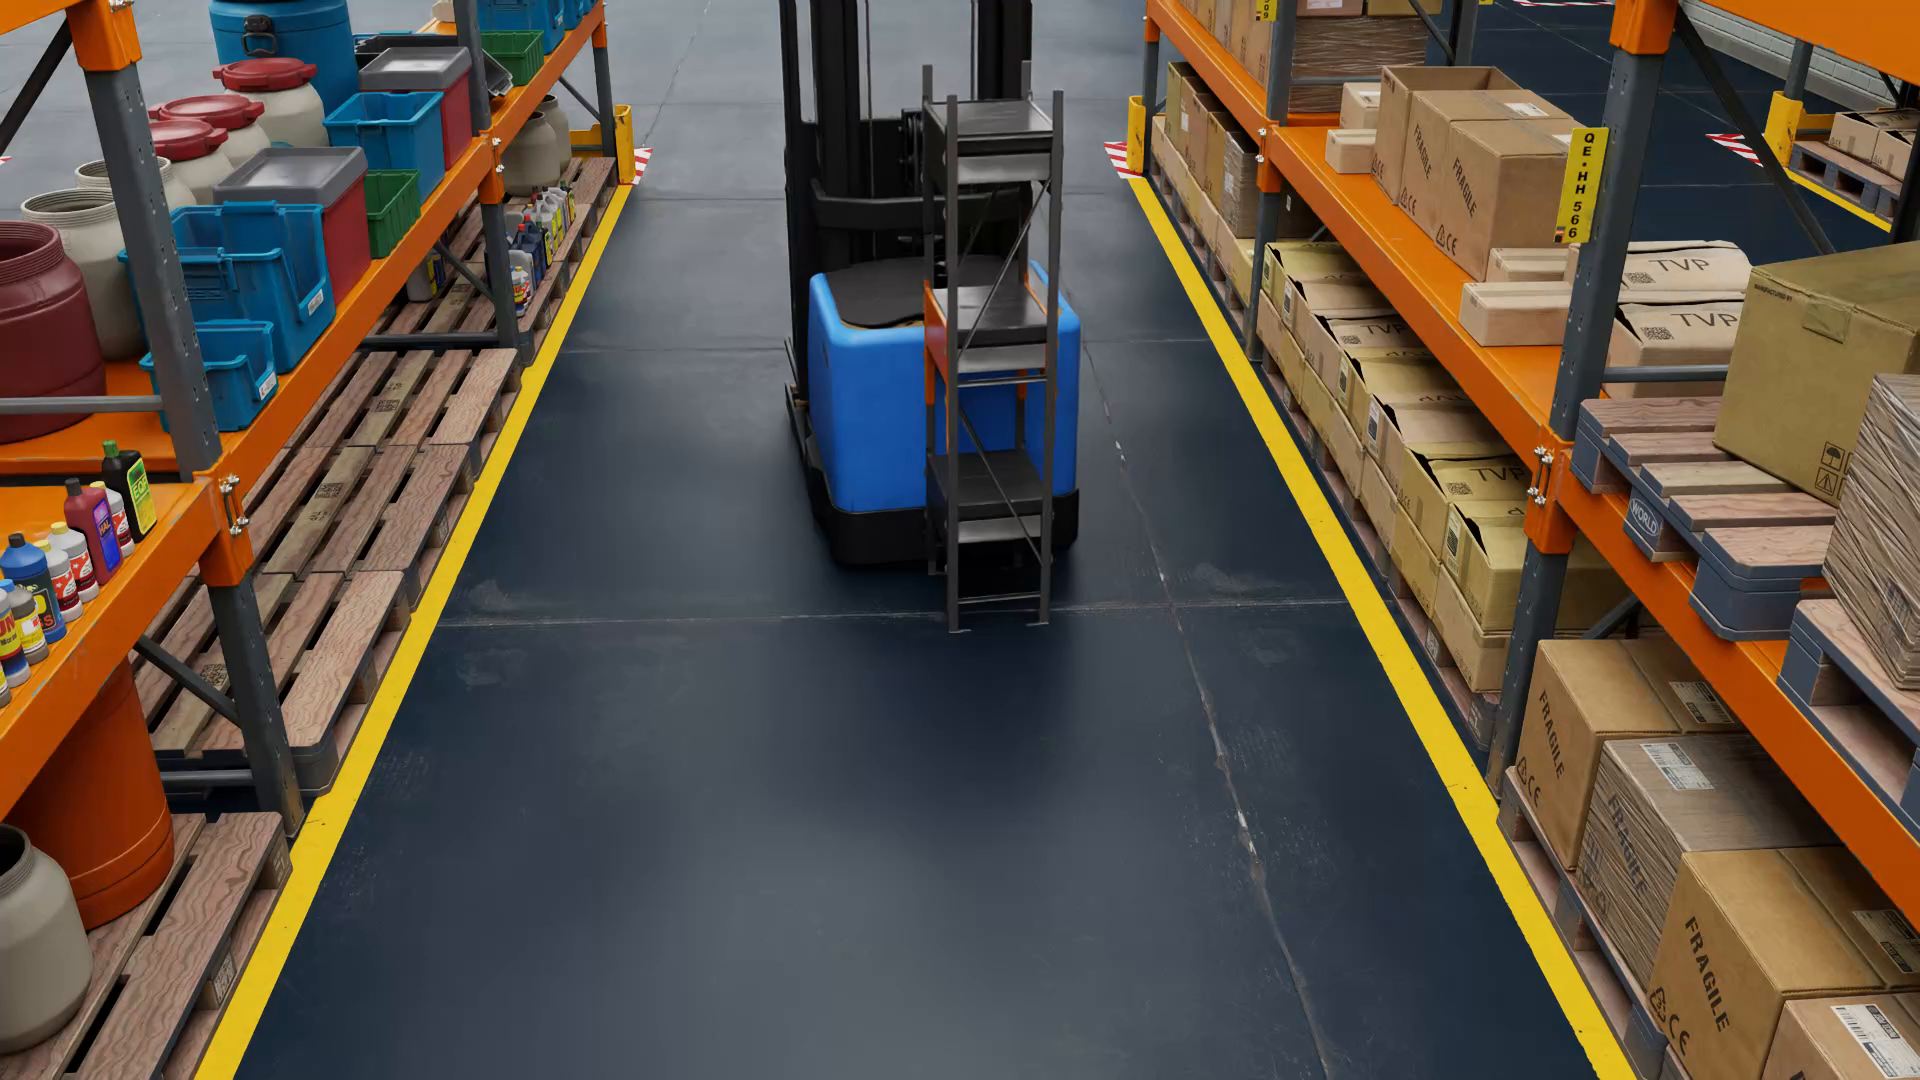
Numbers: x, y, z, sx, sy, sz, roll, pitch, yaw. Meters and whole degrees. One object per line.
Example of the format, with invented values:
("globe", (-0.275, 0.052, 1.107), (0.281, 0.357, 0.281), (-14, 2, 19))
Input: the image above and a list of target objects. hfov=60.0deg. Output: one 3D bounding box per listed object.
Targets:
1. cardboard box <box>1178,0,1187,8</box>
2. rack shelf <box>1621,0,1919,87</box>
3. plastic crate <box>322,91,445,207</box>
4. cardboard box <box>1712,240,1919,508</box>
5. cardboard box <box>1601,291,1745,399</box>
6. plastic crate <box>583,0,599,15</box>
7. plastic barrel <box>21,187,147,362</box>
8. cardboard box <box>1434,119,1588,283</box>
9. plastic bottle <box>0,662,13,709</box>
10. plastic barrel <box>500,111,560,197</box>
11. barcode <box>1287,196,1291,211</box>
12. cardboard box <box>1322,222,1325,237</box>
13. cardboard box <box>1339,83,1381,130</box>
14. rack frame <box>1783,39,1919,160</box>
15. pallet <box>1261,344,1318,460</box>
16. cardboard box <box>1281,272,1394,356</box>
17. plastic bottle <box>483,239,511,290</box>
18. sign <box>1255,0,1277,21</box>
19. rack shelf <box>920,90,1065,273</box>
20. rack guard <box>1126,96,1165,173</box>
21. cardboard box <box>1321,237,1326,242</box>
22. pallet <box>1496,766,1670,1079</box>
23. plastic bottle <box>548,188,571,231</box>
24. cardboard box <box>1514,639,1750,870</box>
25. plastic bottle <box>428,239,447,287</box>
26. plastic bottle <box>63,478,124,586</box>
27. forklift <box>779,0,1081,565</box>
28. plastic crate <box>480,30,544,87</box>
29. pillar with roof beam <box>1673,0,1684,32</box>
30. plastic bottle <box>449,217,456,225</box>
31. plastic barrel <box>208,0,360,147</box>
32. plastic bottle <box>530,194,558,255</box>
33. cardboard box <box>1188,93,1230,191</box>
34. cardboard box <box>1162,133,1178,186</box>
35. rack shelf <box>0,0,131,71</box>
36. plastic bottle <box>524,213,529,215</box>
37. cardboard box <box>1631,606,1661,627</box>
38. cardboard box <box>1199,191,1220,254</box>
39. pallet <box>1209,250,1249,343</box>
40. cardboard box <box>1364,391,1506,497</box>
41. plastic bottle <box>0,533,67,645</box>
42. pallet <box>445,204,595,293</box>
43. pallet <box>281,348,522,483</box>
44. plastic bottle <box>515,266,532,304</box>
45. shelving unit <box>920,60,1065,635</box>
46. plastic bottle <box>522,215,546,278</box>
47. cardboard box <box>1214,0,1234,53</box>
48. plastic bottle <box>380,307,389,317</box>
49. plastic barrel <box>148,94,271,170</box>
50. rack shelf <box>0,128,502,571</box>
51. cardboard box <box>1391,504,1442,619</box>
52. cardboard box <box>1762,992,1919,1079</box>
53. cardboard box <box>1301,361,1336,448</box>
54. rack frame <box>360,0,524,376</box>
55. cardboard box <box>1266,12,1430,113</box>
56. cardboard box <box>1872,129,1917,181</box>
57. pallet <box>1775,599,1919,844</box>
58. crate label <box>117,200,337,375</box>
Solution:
("cardboard box", (1.885, -4.014, 11.594), (0.700, 0.500, 0.500), (-1, 28, -3))
("rack shelf", (2.395, -0.578, 2.649), (1.077, 0.370, 4.000), (-1, 28, -3))
("plastic crate", (-2.497, -1.711, 7.305), (0.392, 0.384, 0.575), (-1, 28, -3))
("cardboard box", (2.436, -0.433, 4.275), (0.700, 0.500, 0.500), (-11, 29, -20))
("cardboard box", (2.315, -0.620, 5.292), (0.500, 0.311, 0.500), (0, 28, 1))
("plastic crate", (-2.749, -3.778, 11.410), (0.499, 0.251, 0.616), (-1, 28, -3))
("plastic barrel", (-2.923, -0.892, 5.597), (0.421, 0.512, 0.421), (0, 28, 0))
("cardboard box", (2.187, -1.310, 6.409), (0.500, 0.500, 0.500), (-3, 28, -5))
("plastic bottle", (-2.184, 0.277, 3.691), (0.097, 0.201, 0.097), (0, 28, 0))
("plastic barrel", (-2.937, -2.617, 11.260), (0.421, 0.512, 0.421), (0, 28, 0))
("barcode", (1.679, -1.723, 8.498), (0.001, 0.075, 0.075), (-1, 28, -3))
("cardboard box", (2.336, -2.090, 9.722), (0.500, 0.500, 0.500), (-1, 28, -3))
("cardboard box", (2.151, -2.045, 8.090), (0.500, 0.250, 0.500), (0, 28, 1))
("rack frame", (6.820, -4.307, 12.264), (1.000, 3.000, 0.127), (-1, 28, -3))
("pallet", (2.159, -0.762, 8.483), (1.003, 0.211, 1.213), (-1, 28, -3))
("cardboard box", (1.876, -1.126, 8.077), (0.500, 0.311, 0.500), (-2, 28, -3))
("plastic bottle", (-2.637, -1.620, 9.501), (0.144, 0.351, 0.185), (-1, 28, -3))
("sign", (1.528, -2.743, 8.244), (0.100, 0.325, 0.005), (-1, 28, -3))
("rack shelf", (0.108, -1.296, 5.980), (0.431, 0.518, 0.480), (-5, 28, -9))
("rack guard", (1.872, -3.088, 12.630), (1.175, 0.500, 0.348), (-1, 28, -3))
("cardboard box", (2.339, -1.758, 9.896), (0.500, 0.250, 0.500), (-1, 28, -3))
("pallet", (2.292, 1.091, 4.929), (1.003, 0.211, 1.213), (-1, 28, -3))
("plastic bottle", (-2.554, -2.100, 10.503), (0.152, 0.276, 0.135), (-1, 28, -2))
("cardboard box", (2.029, 0.640, 5.007), (0.500, 0.500, 0.500), (0, 28, 0))
("plastic bottle", (-3.050, -1.602, 9.547), (0.152, 0.276, 0.135), (-1, 28, -3))
("plastic bottle", (-2.197, -0.038, 4.206), (0.061, 0.283, 0.133), (-1, 28, -3))
("forklift", (-0.276, -1.857, 7.641), (1.130, 2.935, 3.031), (-5, 28, -9))
("plastic crate", (-2.654, -2.760, 9.527), (0.450, 0.188, 0.662), (-1, 28, -3))
("pillar with roof beam", (3.108, -9.331, 15.410), (9.100, 9.000, 0.400), (-1, 28, -3))
("plastic bottle", (-3.285, -2.129, 10.639), (0.097, 0.201, 0.097), (0, 28, 0))
("plastic barrel", (-3.147, -2.257, 7.791), (0.600, 0.901, 0.708), (-1, 28, -3))
("plastic bottle", (-2.525, -1.907, 10.052), (0.144, 0.351, 0.185), (-2, 28, -3))
("cardboard box", (1.754, -2.539, 10.583), (0.500, 0.500, 0.500), (-1, 28, -3))
("cardboard box", (1.709, -2.669, 11.642), (0.500, 0.250, 0.500), (-1, 28, -3))
("rack shelf", (-2.552, -0.460, 2.423), (1.077, 0.370, 4.000), (-1, 28, -3))
("plastic bottle", (-2.653, -1.904, 10.206), (0.097, 0.201, 0.097), (0, 28, 0))
("cardboard box", (2.557, 0.045, 5.834), (0.500, 0.311, 0.500), (0, 28, -1))
("cardboard box", (1.782, -1.976, 10.314), (0.500, 0.250, 0.500), (-1, 28, -3))
("pallet", (2.082, -1.470, 9.840), (1.003, 0.211, 1.213), (-1, 28, -3))
("cardboard box", (1.960, -0.416, 6.716), (0.500, 0.311, 0.500), (-2, 28, -3))
("plastic bottle", (-2.199, 0.111, 3.933), (0.097, 0.271, 0.097), (0, 28, 0))
("pallet", (-2.925, -1.860, 10.587), (1.003, 0.211, 1.213), (-1, 28, -3))
("pallet", (-2.785, -0.622, 8.214), (1.003, 0.211, 1.213), (-1, 28, -3))
("plastic bottle", (-2.454, -1.426, 9.291), (0.097, 0.201, 0.097), (0, 28, 0))
("shelving unit", (0.108, -0.687, 6.297), (0.431, 2.100, 0.503), (-5, 28, -9))
("plastic bottle", (-2.503, -1.711, 9.675), (0.144, 0.351, 0.185), (-3, 28, -5))
("cardboard box", (1.968, -3.299, 10.223), (0.700, 0.500, 0.500), (-1, 28, -1))
("plastic bottle", (-3.195, -1.335, 9.115), (0.097, 0.201, 0.097), (0, 28, 0))
("plastic barrel", (-2.996, -1.495, 6.725), (0.433, 0.535, 0.433), (0, 28, 0))
("rack shelf", (-2.761, -0.978, 6.659), (1.077, 0.370, 4.000), (-1, 28, -3))
("cardboard box", (1.989, 0.067, 6.397), (0.500, 0.250, 0.500), (-2, 28, -3))
("cardboard box", (2.116, 1.354, 3.638), (0.500, 0.500, 0.500), (-2, 28, -4))
("cardboard box", (1.911, -0.638, 7.748), (0.500, 0.250, 0.500), (-2, 28, -4))
("rack frame", (-2.865, -2.220, 8.263), (1.000, 3.000, 0.127), (-1, 28, -3))
("cardboard box", (2.052, -2.587, 8.859), (0.700, 0.500, 0.500), (-2, 28, -4))
("cardboard box", (6.796, -2.725, 11.662), (0.500, 0.311, 0.500), (1, 28, 2))
("pallet", (2.397, 0.492, 3.270), (1.003, 0.211, 1.213), (-1, 28, -3))
("crate label", (-2.438, -0.854, 5.605), (0.502, 0.435, 0.616), (-1, 28, -3))
